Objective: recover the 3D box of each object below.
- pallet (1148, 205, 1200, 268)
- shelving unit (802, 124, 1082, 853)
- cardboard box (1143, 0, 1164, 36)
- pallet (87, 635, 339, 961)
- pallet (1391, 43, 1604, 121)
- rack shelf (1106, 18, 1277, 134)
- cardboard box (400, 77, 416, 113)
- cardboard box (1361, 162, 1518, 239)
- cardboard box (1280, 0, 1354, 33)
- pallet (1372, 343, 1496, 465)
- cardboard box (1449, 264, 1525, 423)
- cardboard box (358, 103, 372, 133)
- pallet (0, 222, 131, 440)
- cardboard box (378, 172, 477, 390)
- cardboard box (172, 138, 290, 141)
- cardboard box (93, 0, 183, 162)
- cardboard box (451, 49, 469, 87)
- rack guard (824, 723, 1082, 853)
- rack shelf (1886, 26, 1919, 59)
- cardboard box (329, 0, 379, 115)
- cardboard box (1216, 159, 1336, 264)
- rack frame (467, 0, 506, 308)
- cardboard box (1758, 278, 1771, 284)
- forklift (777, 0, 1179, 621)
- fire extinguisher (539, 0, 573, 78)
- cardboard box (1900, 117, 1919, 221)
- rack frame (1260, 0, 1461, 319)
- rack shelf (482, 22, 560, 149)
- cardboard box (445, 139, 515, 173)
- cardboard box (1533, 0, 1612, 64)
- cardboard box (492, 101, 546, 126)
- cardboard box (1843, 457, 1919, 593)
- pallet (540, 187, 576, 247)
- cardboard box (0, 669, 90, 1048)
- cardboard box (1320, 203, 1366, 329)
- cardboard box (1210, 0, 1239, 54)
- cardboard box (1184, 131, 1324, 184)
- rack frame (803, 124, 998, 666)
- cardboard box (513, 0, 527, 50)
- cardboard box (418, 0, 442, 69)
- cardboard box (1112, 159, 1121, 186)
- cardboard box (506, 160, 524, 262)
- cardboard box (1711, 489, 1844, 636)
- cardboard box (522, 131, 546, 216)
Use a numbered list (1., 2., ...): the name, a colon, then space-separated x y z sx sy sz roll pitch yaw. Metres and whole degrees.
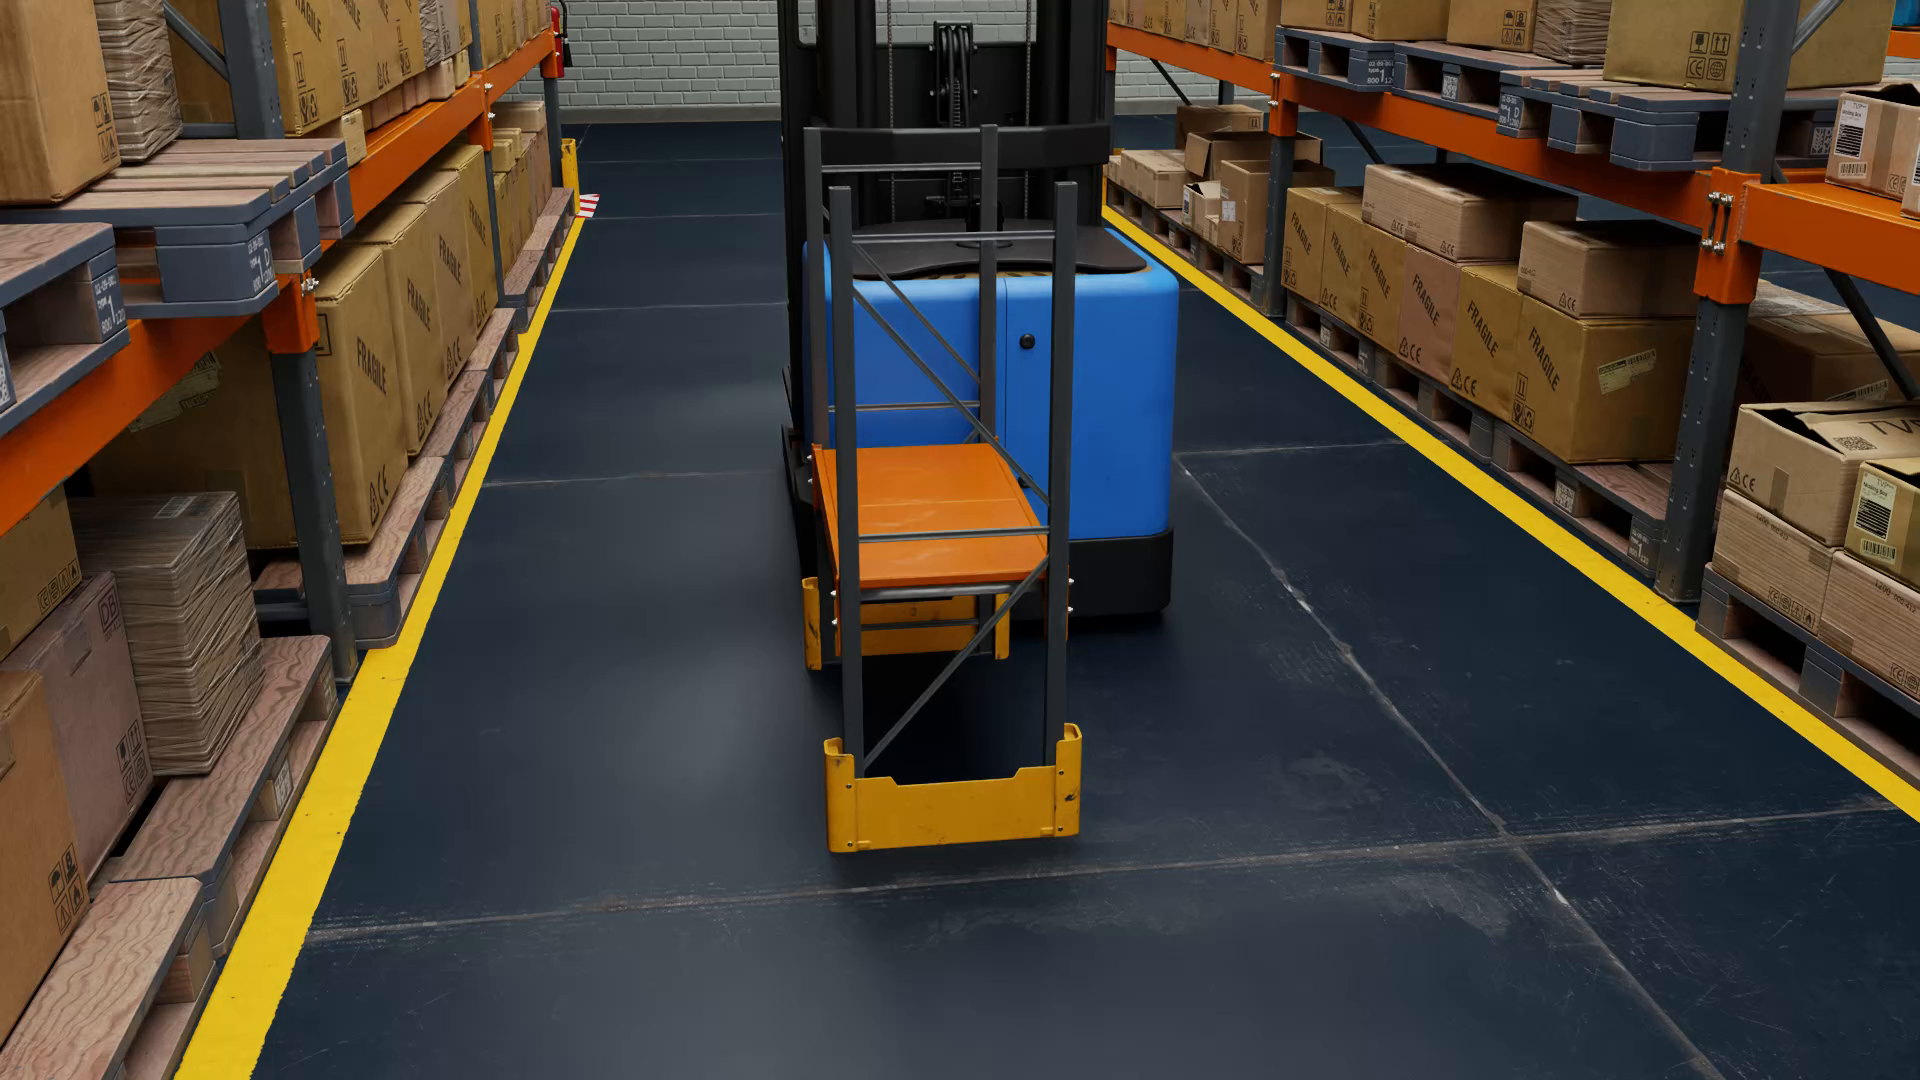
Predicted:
1. pallet: 1.848 -1.986 10.731 1.003 0.211 1.213 -3 21 -8
2. shelving unit: -0.084 -0.188 4.075 0.587 1.500 1.083 -3 21 -7
3. cardboard box: 1.501 -3.544 10.774 0.500 0.500 0.500 -3 21 -8
4. pallet: -2.088 0.582 3.856 1.003 0.211 1.213 -3 21 -8
5. pallet: 2.417 -1.829 6.601 1.003 0.211 1.213 -3 21 -8
6. rack shelf: 1.837 -2.986 10.453 1.077 0.370 4.000 -3 21 -8
7. cardboard box: -2.307 -1.727 6.383 0.380 0.149 0.250 -3 21 -9
8. cardboard box: 2.098 -1.491 7.294 0.500 0.250 0.500 -3 21 -8
9. cardboard box: 1.973 -2.699 7.913 0.700 0.500 0.500 -10 23 -26
10. pallet: 2.459 -0.622 7.079 1.003 0.211 1.213 -3 21 -8
11. cardboard box: 2.261 -0.772 6.441 0.500 0.500 0.500 -4 21 -10
12. cardboard box: -2.231 -1.456 5.659 0.380 0.149 0.250 -3 21 -7
13. pallet: -1.873 -0.222 2.297 1.003 0.211 1.213 -3 21 -8
14. cardboard box: -2.422 -1.043 6.695 0.750 0.750 0.750 -2 21 -6
15. cardboard box: -2.017 -1.012 4.470 0.380 0.149 0.250 -3 21 -9
16. cardboard box: -2.122 -1.086 3.564 0.700 0.500 0.500 -5 21 -14
17. cardboard box: -2.387 -2.083 7.335 0.380 0.149 0.250 -3 21 -7
18. rack guard: -0.015 0.570 3.832 0.587 0.250 0.087 -3 21 -7
19. rack shelf: 6.739 -3.235 11.119 1.077 0.370 4.000 -3 21 -8
20. cardboard box: -2.082 -1.553 4.991 0.500 0.500 0.500 -2 21 -6
21. cardboard box: 1.763 -1.849 9.324 0.500 0.500 0.500 -3 21 -8
22. rack frame: -2.776 -2.380 7.801 1.000 3.000 0.127 -3 21 -8
23. cardboard box: 2.771 -0.808 6.536 0.500 0.500 0.500 -3 21 -8
24. forklift: -0.092 -1.591 5.787 1.130 2.935 3.031 -3 21 -8
25. fire extinguisher: -2.918 -3.629 11.790 0.296 0.674 0.183 -3 21 -8
26. cardboard box: 2.639 -0.885 3.926 0.500 0.311 0.500 -3 21 -8
27. rack frame: 2.126 -2.631 8.473 1.000 3.000 0.127 -3 21 -8
28. rack shelf: -3.064 -2.735 9.781 1.077 0.370 4.000 -3 21 -8
29. cardboard box: -2.651 -2.101 9.100 0.380 0.149 0.250 -2 21 -6
30. cardboard box: 2.557 -2.028 6.116 0.700 0.500 0.500 1 20 2
31. cardboard box: -2.954 -2.822 11.029 0.380 0.149 0.250 -3 21 -8
32. cardboard box: 2.571 -0.040 4.064 0.500 0.311 0.500 -3 21 -9
33. pallet: -3.160 -2.186 11.266 1.003 0.211 1.213 -3 21 -8
34. cardboard box: -1.985 0.571 2.843 0.700 0.500 0.500 -3 21 -8
35. cardboard box: 2.042 -1.302 7.859 0.500 0.500 0.500 -3 21 -7
36. cardboard box: 1.724 -3.016 9.362 0.500 0.500 0.500 -2 21 -6
37. cardboard box: 1.850 -2.318 10.574 0.797 0.503 0.637 -3 21 -8
38. rack frame: -0.152 -0.361 4.539 0.500 1.500 0.032 -3 21 -7
39. cardboard box: -3.052 -3.213 9.604 0.980 0.700 0.700 -4 21 -10
40. cardboard box: -2.313 -2.078 6.396 0.500 0.500 0.500 -3 21 -8
41. cardboard box: 1.305 -2.646 11.934 0.380 0.166 0.250 -3 21 -8
42. cardboard box: -2.851 -1.844 9.338 0.700 0.500 0.500 -3 21 -8
43. cardboard box: 2.487 0.041 4.648 0.500 0.250 0.500 -3 21 -8
44. cardboard box: -3.080 -2.380 10.774 0.700 0.500 0.500 -3 21 -8
